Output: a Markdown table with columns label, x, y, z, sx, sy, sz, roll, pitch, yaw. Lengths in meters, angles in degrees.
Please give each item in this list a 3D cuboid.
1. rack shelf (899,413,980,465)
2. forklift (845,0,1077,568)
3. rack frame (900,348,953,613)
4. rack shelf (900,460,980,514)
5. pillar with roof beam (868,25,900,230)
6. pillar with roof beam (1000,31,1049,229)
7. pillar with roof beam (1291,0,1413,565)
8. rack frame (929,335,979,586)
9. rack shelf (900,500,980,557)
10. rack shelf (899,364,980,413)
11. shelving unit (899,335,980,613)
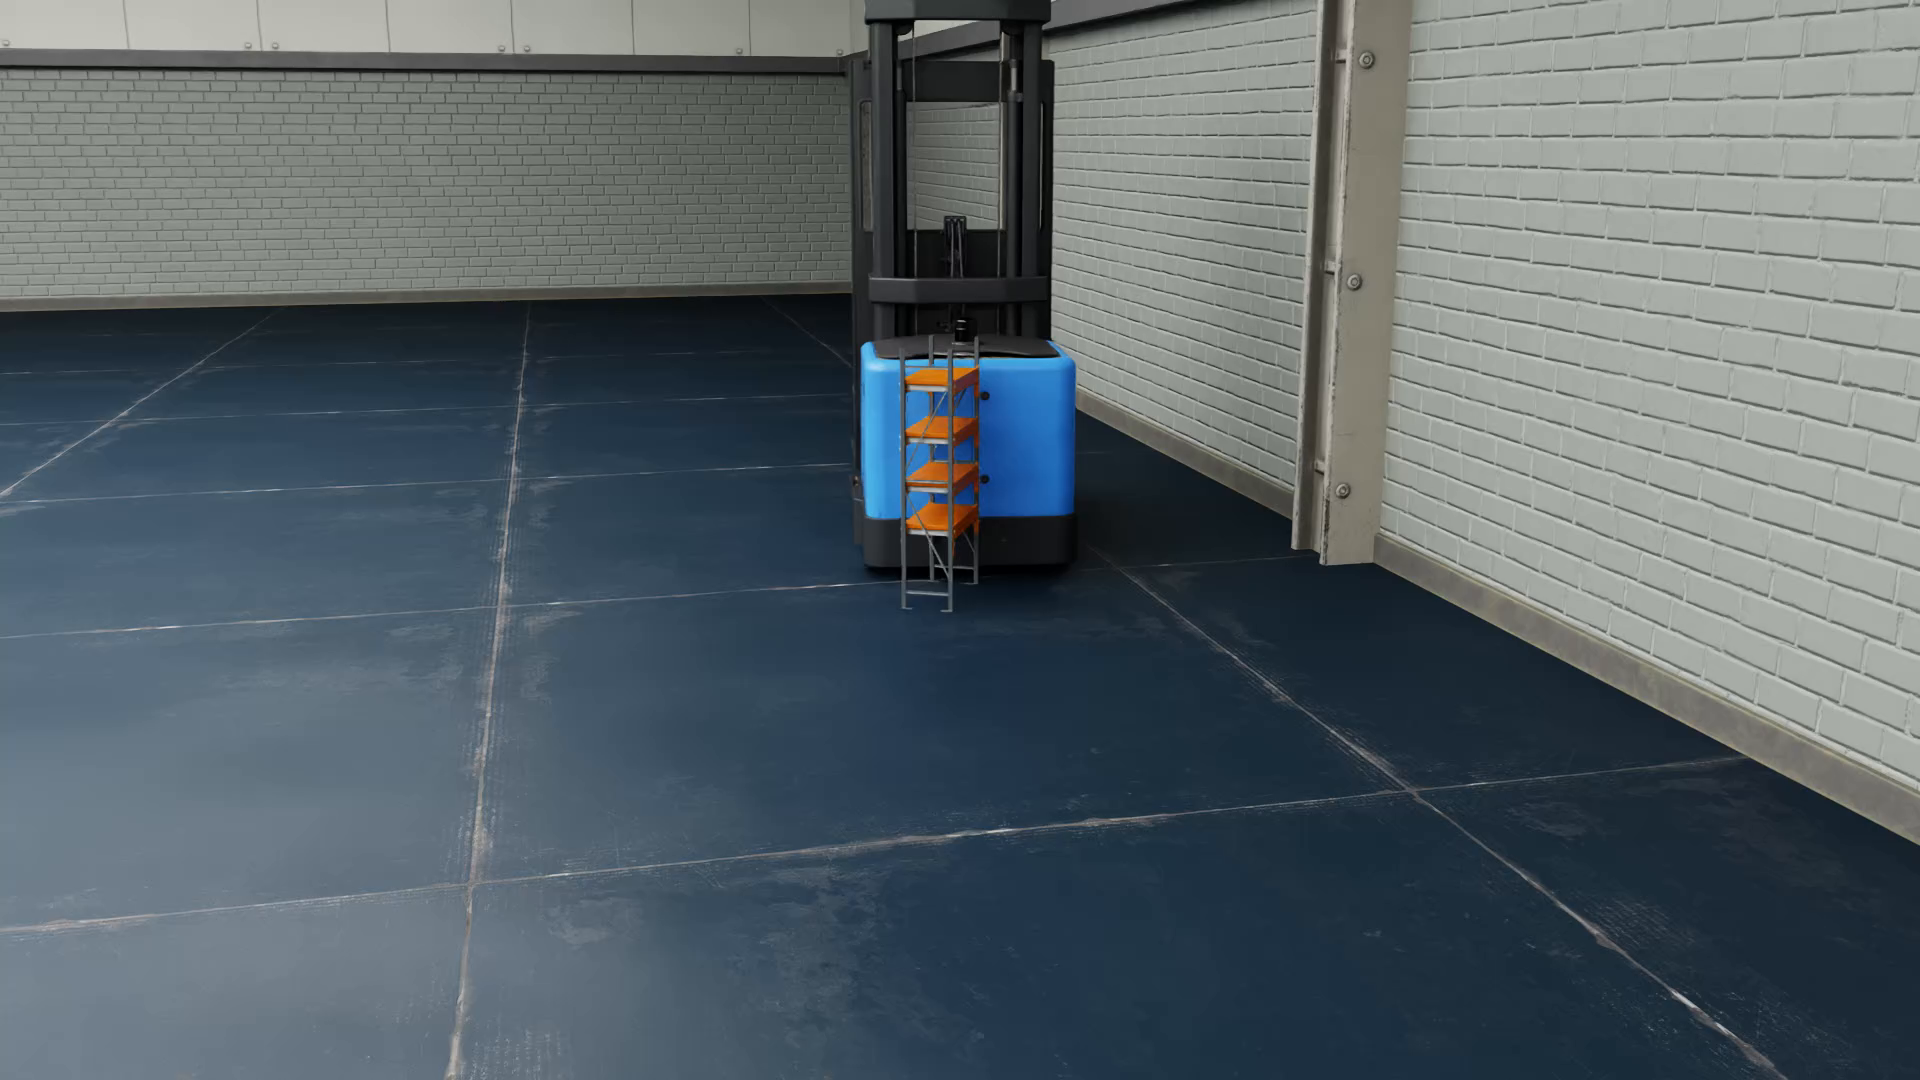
| label | x | y | z | sx | sy | sz | roll | pitch | yaw |
| --- | --- | --- | --- | --- | --- | --- | --- | --- | --- |
| rack shelf | -0.088 | -0.467 | 7.653 | 0.258 | 0.148 | 0.480 | 3 | 14 | 14 |
| forklift | -0.067 | -1.586 | 9.244 | 1.130 | 2.935 | 3.031 | -1 | 14 | -5 |
| rack frame | -0.148 | -0.259 | 7.461 | 0.240 | 1.200 | 0.015 | 3 | 14 | 14 |
| rack shelf | -0.088 | -0.250 | 7.706 | 0.258 | 0.148 | 0.480 | 3 | 14 | 14 |
| pillar with roof beam | -5.062 | -6.825 | 17.904 | 9.100 | 9.000 | 0.400 | -3 | 14 | -13 |
| pillar with roof beam | -3.653 | -5.441 | 12.238 | 9.100 | 9.000 | 0.400 | -3 | 14 | -13 |
| pillar with roof beam | -2.243 | -4.057 | 6.572 | 9.100 | 9.000 | 0.400 | -3 | 14 | -13 |
| rack frame | -0.028 | -0.372 | 7.920 | 0.240 | 1.200 | 0.015 | 3 | 14 | 14 |
| rack shelf | -0.088 | -0.057 | 7.753 | 0.258 | 0.148 | 0.480 | 3 | 14 | 14 |
| rack shelf | -0.088 | -0.697 | 7.597 | 0.258 | 0.148 | 0.480 | 3 | 14 | 14 |
| shelving unit | -0.088 | -0.316 | 7.690 | 0.258 | 1.200 | 0.503 | 3 | 14 | 14 |
